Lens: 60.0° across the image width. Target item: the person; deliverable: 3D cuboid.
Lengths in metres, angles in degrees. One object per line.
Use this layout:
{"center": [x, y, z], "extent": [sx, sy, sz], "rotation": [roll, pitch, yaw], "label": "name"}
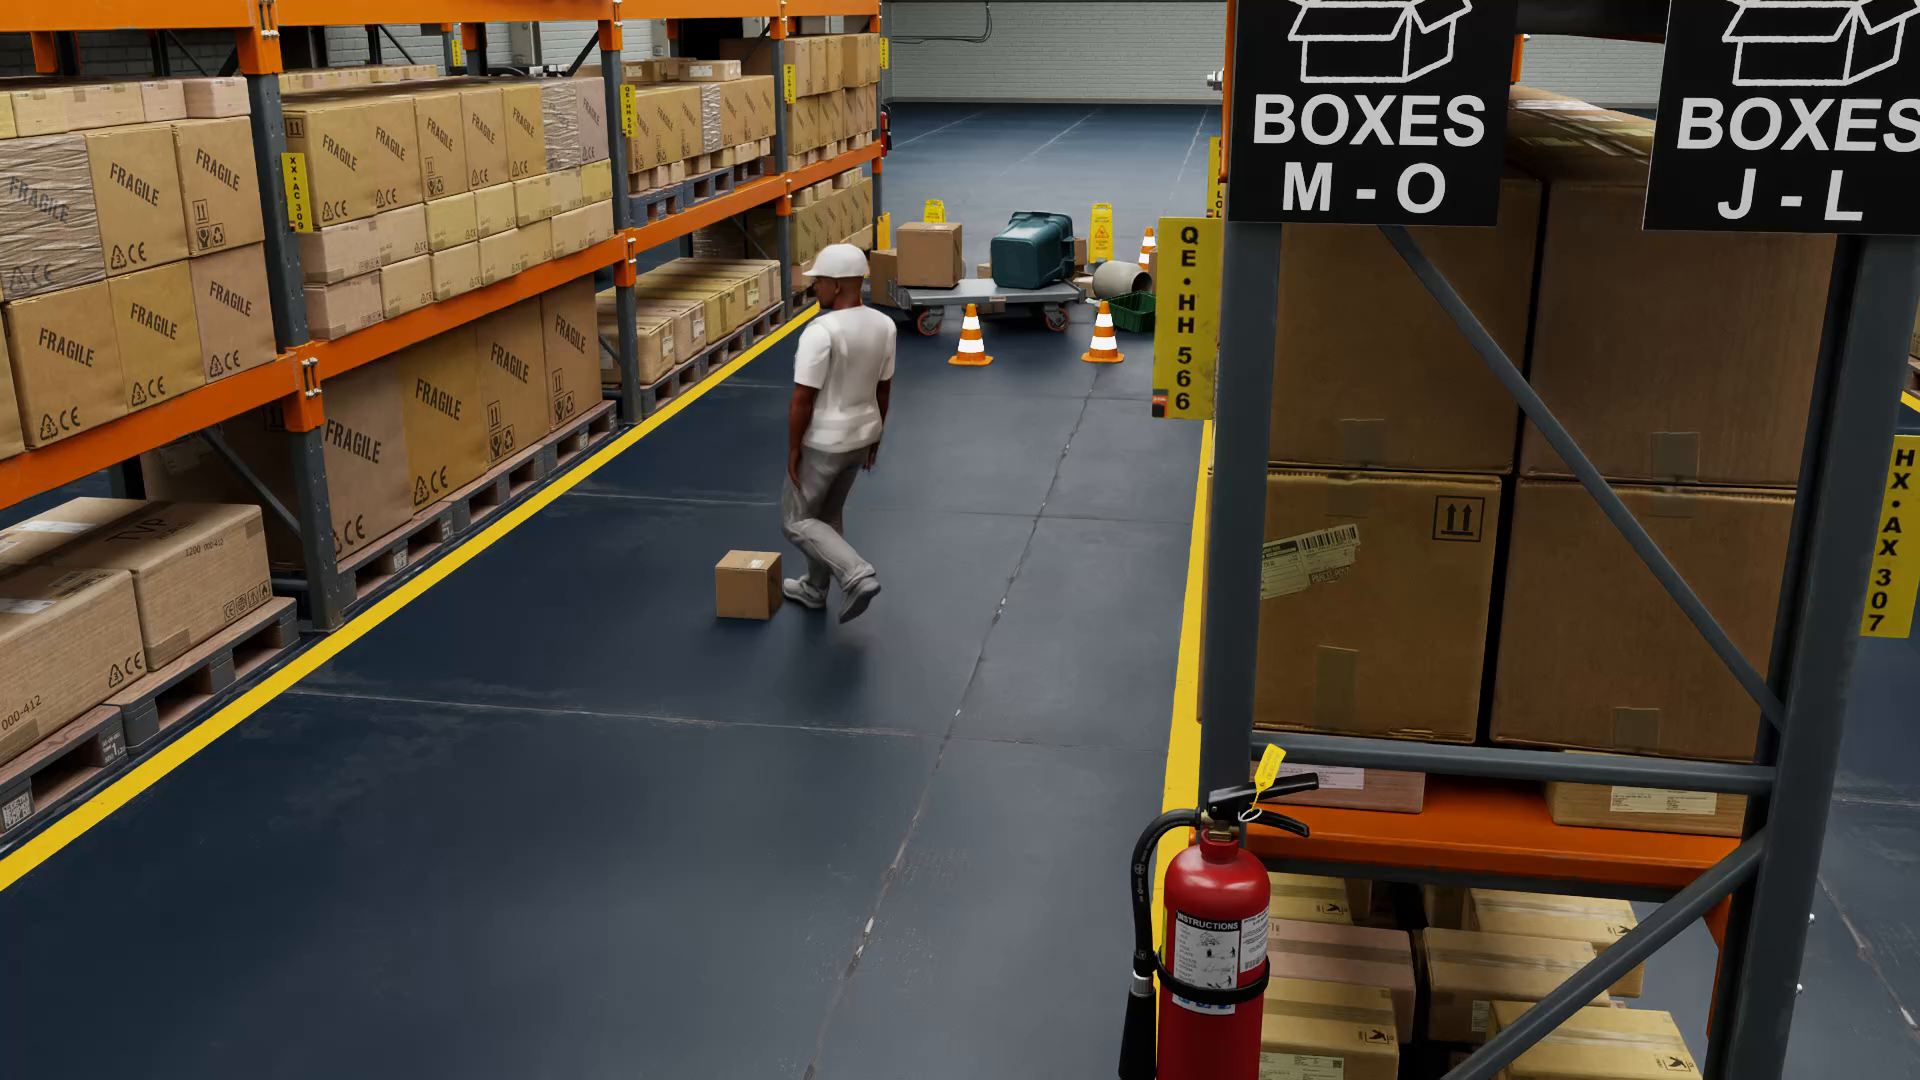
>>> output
{"center": [-0.601, -0.462, 7.502], "extent": [0.831, 1.740, 0.598], "rotation": [13, 22, 36], "label": "person"}
